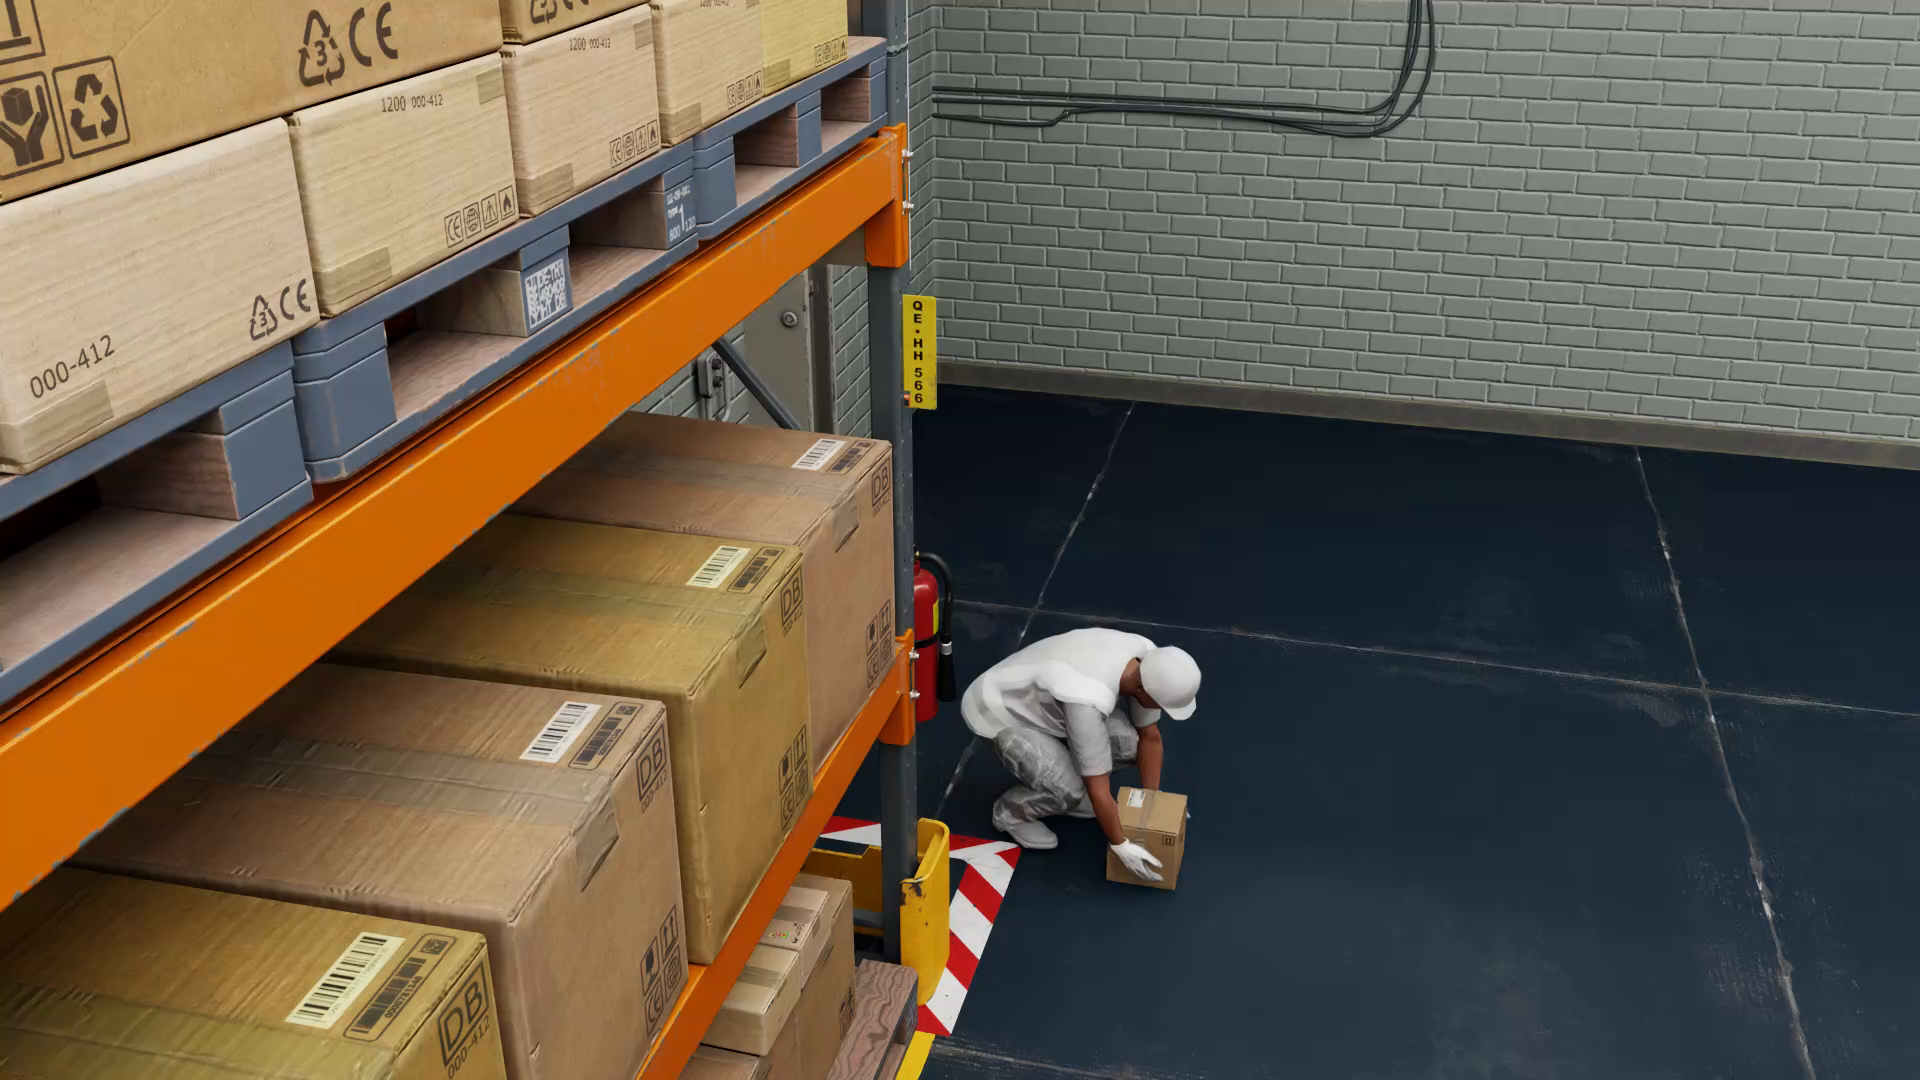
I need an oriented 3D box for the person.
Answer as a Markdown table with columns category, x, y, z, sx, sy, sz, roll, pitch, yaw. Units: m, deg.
| category | x | y | z | sx | sy | sz | roll | pitch | yaw |
| --- | --- | --- | --- | --- | --- | --- | --- | --- | --- |
| person | 0.460 | 0.705 | 6.131 | 0.935 | 0.897 | 0.579 | 21 | 32 | 37 |
